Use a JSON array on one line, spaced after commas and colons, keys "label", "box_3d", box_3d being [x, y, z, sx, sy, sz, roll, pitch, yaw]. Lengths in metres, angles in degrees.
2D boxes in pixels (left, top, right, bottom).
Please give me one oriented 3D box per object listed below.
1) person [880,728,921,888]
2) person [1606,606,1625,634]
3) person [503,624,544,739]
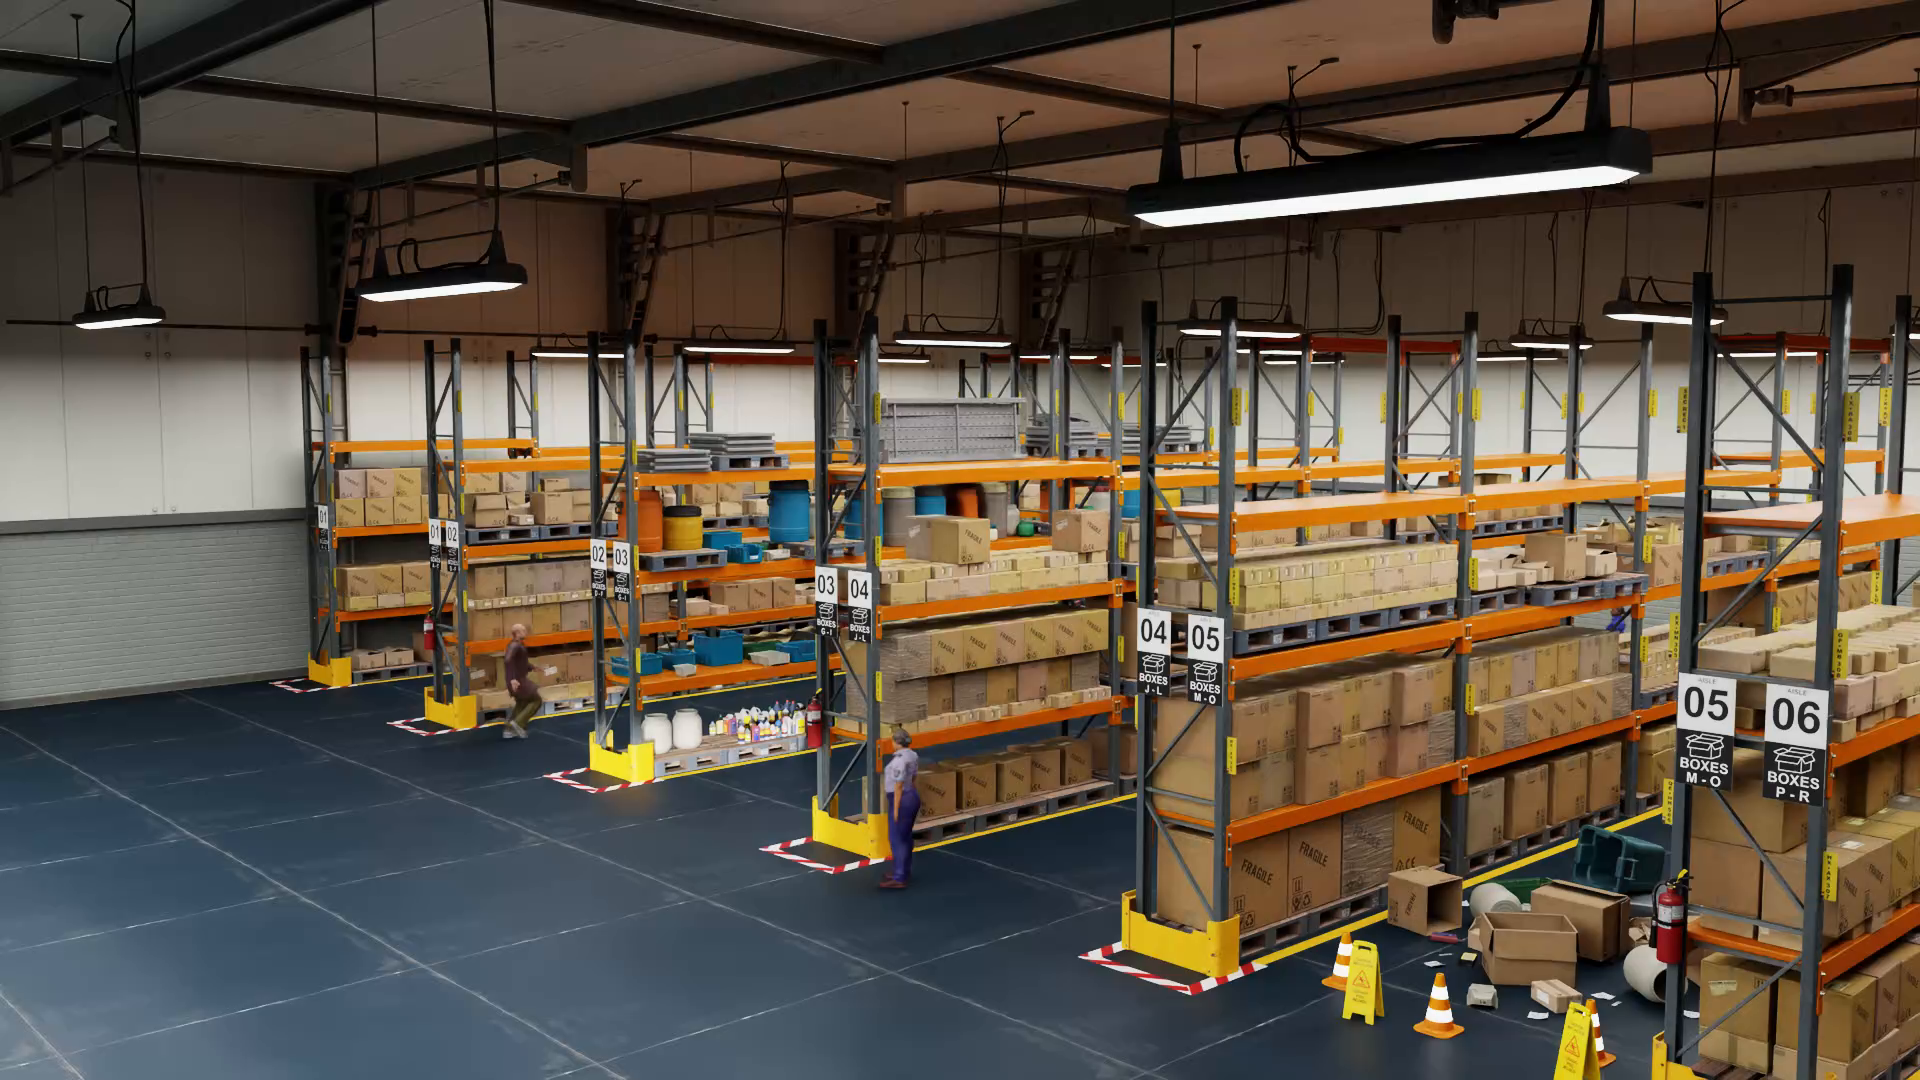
[{"label": "person", "box_3d": [-0.649, 2.803, 17.523, 0.426, 1.647, 0.558, 1, 5, 13]}, {"label": "person", "box_3d": [11.007, 1.882, 27.913, 0.356, 1.664, 0.497, 3, 6, 30]}, {"label": "person", "box_3d": [-6.550, 2.124, 24.976, 0.649, 1.744, 0.698, -2, 5, -24]}]
